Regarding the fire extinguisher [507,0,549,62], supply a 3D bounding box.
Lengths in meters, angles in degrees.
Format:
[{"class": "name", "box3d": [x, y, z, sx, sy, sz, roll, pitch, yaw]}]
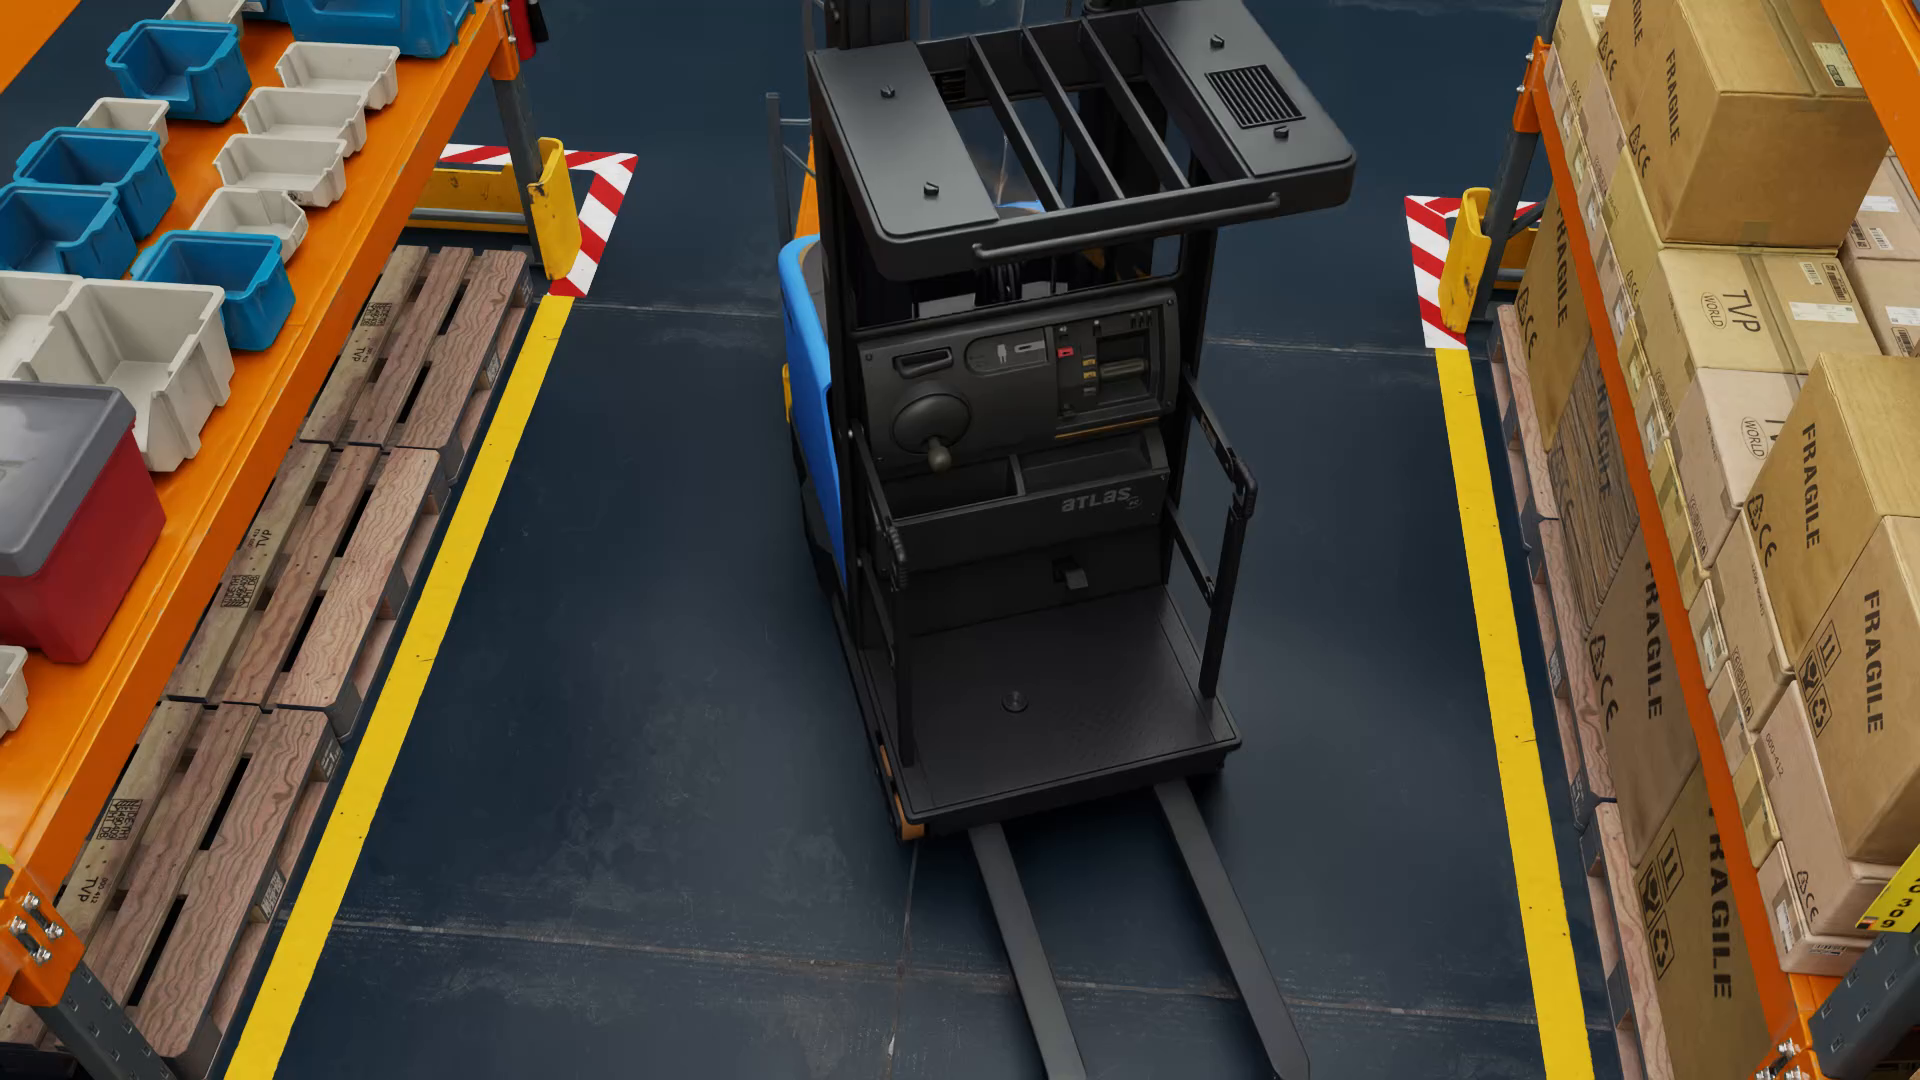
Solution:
[{"class": "fire extinguisher", "box3d": [-1.814, -2.223, 6.555, 0.296, 0.674, 0.183, 4, 48, 4]}]

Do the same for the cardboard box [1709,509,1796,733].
[{"class": "cardboard box", "box3d": [2.111, 0.206, 3.929, 0.500, 0.250, 0.500, 5, 48, 5]}]

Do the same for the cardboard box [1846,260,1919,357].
[{"class": "cardboard box", "box3d": [2.735, -0.508, 4.581, 0.500, 0.250, 0.500, 4, 48, 4]}]

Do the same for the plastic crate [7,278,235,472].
[{"class": "plastic crate", "box3d": [-2.323, -0.445, 4.664, 0.437, 0.282, 0.530, 4, 48, 4]}]

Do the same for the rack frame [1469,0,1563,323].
[{"class": "rack frame", "box3d": [2.652, -1.961, 6.011, 1.000, 3.000, 0.127, 4, 48, 4]}]

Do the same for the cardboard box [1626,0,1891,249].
[{"class": "cardboard box", "box3d": [2.252, -1.181, 4.689, 0.500, 0.500, 0.500, 3, 48, 2]}]

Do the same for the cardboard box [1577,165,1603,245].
[{"class": "cardboard box", "box3d": [2.223, -1.069, 5.366, 0.380, 0.149, 0.250, 3, 48, 3]}]

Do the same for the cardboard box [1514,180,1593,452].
[{"class": "cardboard box", "box3d": [2.673, -0.910, 6.205, 0.875, 0.875, 0.875, 4, 48, 4]}]

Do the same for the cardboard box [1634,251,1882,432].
[{"class": "cardboard box", "box3d": [2.207, -0.541, 4.612, 0.500, 0.250, 0.500, 3, 48, 3]}]

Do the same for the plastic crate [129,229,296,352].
[{"class": "plastic crate", "box3d": [-2.213, -0.732, 4.959, 0.416, 0.233, 0.300, 4, 48, 4]}]

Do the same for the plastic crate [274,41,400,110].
[{"class": "plastic crate", "box3d": [-2.175, -1.614, 5.832, 0.396, 0.136, 0.243, 4, 48, 4]}]

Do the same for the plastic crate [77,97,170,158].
[{"class": "plastic crate", "box3d": [-2.805, -1.338, 5.579, 0.250, 0.136, 0.298, 4, 48, 4]}]

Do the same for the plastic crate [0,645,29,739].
[{"class": "plastic crate", "box3d": [-2.461, 0.381, 4.007, 0.396, 0.136, 0.243, 4, 48, 4]}]

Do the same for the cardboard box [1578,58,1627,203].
[{"class": "cardboard box", "box3d": [2.298, -1.294, 5.301, 0.500, 0.250, 0.500, 3, 48, 3]}]

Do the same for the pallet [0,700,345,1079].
[{"class": "pallet", "box3d": [-2.617, 1.043, 5.153, 1.003, 0.211, 1.213, 4, 48, 4]}]

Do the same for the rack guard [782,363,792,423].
[{"class": "rack guard", "box3d": [-0.402, -0.575, 6.606, 0.587, 0.250, 0.087, 2, 48, 1]}]

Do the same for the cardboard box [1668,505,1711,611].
[{"class": "cardboard box", "box3d": [2.082, 0.060, 4.332, 0.380, 0.149, 0.250, 5, 48, 4]}]

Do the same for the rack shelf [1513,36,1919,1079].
[{"class": "rack shelf", "box3d": [2.469, -0.249, 4.932, 1.077, 0.370, 4.000, 4, 48, 4]}]

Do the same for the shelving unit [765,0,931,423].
[{"class": "shelving unit", "box3d": [-0.383, -1.364, 6.481, 0.587, 1.500, 1.083, 2, 48, 1]}]

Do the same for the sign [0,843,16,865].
[{"class": "sign", "box3d": [-2.098, 0.590, 3.490, 0.100, 0.325, 0.005, 4, 48, 4]}]

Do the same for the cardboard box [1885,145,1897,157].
[{"class": "cardboard box", "box3d": [2.825, -1.265, 5.274, 0.500, 0.250, 0.500, 3, 48, 3]}]

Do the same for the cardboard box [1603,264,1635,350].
[{"class": "cardboard box", "box3d": [2.176, -0.693, 5.021, 0.380, 0.149, 0.250, 3, 48, 3]}]

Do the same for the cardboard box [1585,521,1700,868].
[{"class": "cardboard box", "box3d": [2.509, 0.412, 4.995, 0.875, 0.875, 0.875, 4, 48, 4]}]

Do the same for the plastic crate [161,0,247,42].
[{"class": "plastic crate", "box3d": [-2.743, -1.836, 6.035, 0.250, 0.136, 0.298, 4, 48, 4]}]

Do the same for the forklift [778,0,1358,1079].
[{"class": "forklift", "box3d": [0.239, -0.351, 4.585, 1.130, 2.935, 3.031, -12, 49, -10]}]

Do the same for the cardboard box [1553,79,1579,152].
[{"class": "cardboard box", "box3d": [2.269, -1.449, 5.713, 0.380, 0.149, 0.250, 3, 48, 3]}]

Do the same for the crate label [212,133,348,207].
[{"class": "crate label", "box3d": [-2.217, -1.196, 5.449, 0.396, 0.136, 0.243, 4, 48, 4]}]

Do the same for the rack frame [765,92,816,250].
[{"class": "rack frame", "box3d": [-0.402, -0.982, 6.132, 0.500, 1.500, 0.032, 2, 48, 1]}]

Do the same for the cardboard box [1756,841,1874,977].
[{"class": "cardboard box", "box3d": [1.989, 0.817, 3.641, 0.380, 0.149, 0.250, 4, 48, 4]}]

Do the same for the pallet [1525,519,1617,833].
[{"class": "pallet", "box3d": [2.543, 0.467, 5.680, 1.003, 0.211, 1.213, 4, 48, 4]}]

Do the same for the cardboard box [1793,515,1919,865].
[{"class": "cardboard box", "box3d": [2.063, 0.319, 3.317, 0.500, 0.500, 0.500, 5, 48, 5]}]

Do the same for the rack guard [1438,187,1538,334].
[{"class": "rack guard", "box3d": [2.654, -1.135, 6.950, 1.175, 0.500, 0.348, 4, 48, 4]}]

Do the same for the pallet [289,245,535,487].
[{"class": "pallet", "box3d": [-2.394, -0.750, 6.793, 1.003, 0.211, 1.213, 4, 48, 4]}]

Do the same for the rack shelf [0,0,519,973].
[{"class": "rack shelf", "box3d": [-2.463, -0.582, 5.237, 1.077, 0.370, 4.000, 4, 48, 4]}]

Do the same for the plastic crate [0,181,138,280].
[{"class": "plastic crate", "box3d": [-2.778, -0.911, 5.123, 0.416, 0.233, 0.300, 4, 48, 4]}]

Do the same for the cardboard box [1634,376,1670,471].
[{"class": "cardboard box", "box3d": [2.130, -0.315, 4.675, 0.380, 0.149, 0.250, 5, 48, 4]}]

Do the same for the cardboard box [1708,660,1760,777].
[{"class": "cardboard box", "box3d": [2.035, 0.439, 3.986, 0.380, 0.149, 0.250, 3, 48, 3]}]
